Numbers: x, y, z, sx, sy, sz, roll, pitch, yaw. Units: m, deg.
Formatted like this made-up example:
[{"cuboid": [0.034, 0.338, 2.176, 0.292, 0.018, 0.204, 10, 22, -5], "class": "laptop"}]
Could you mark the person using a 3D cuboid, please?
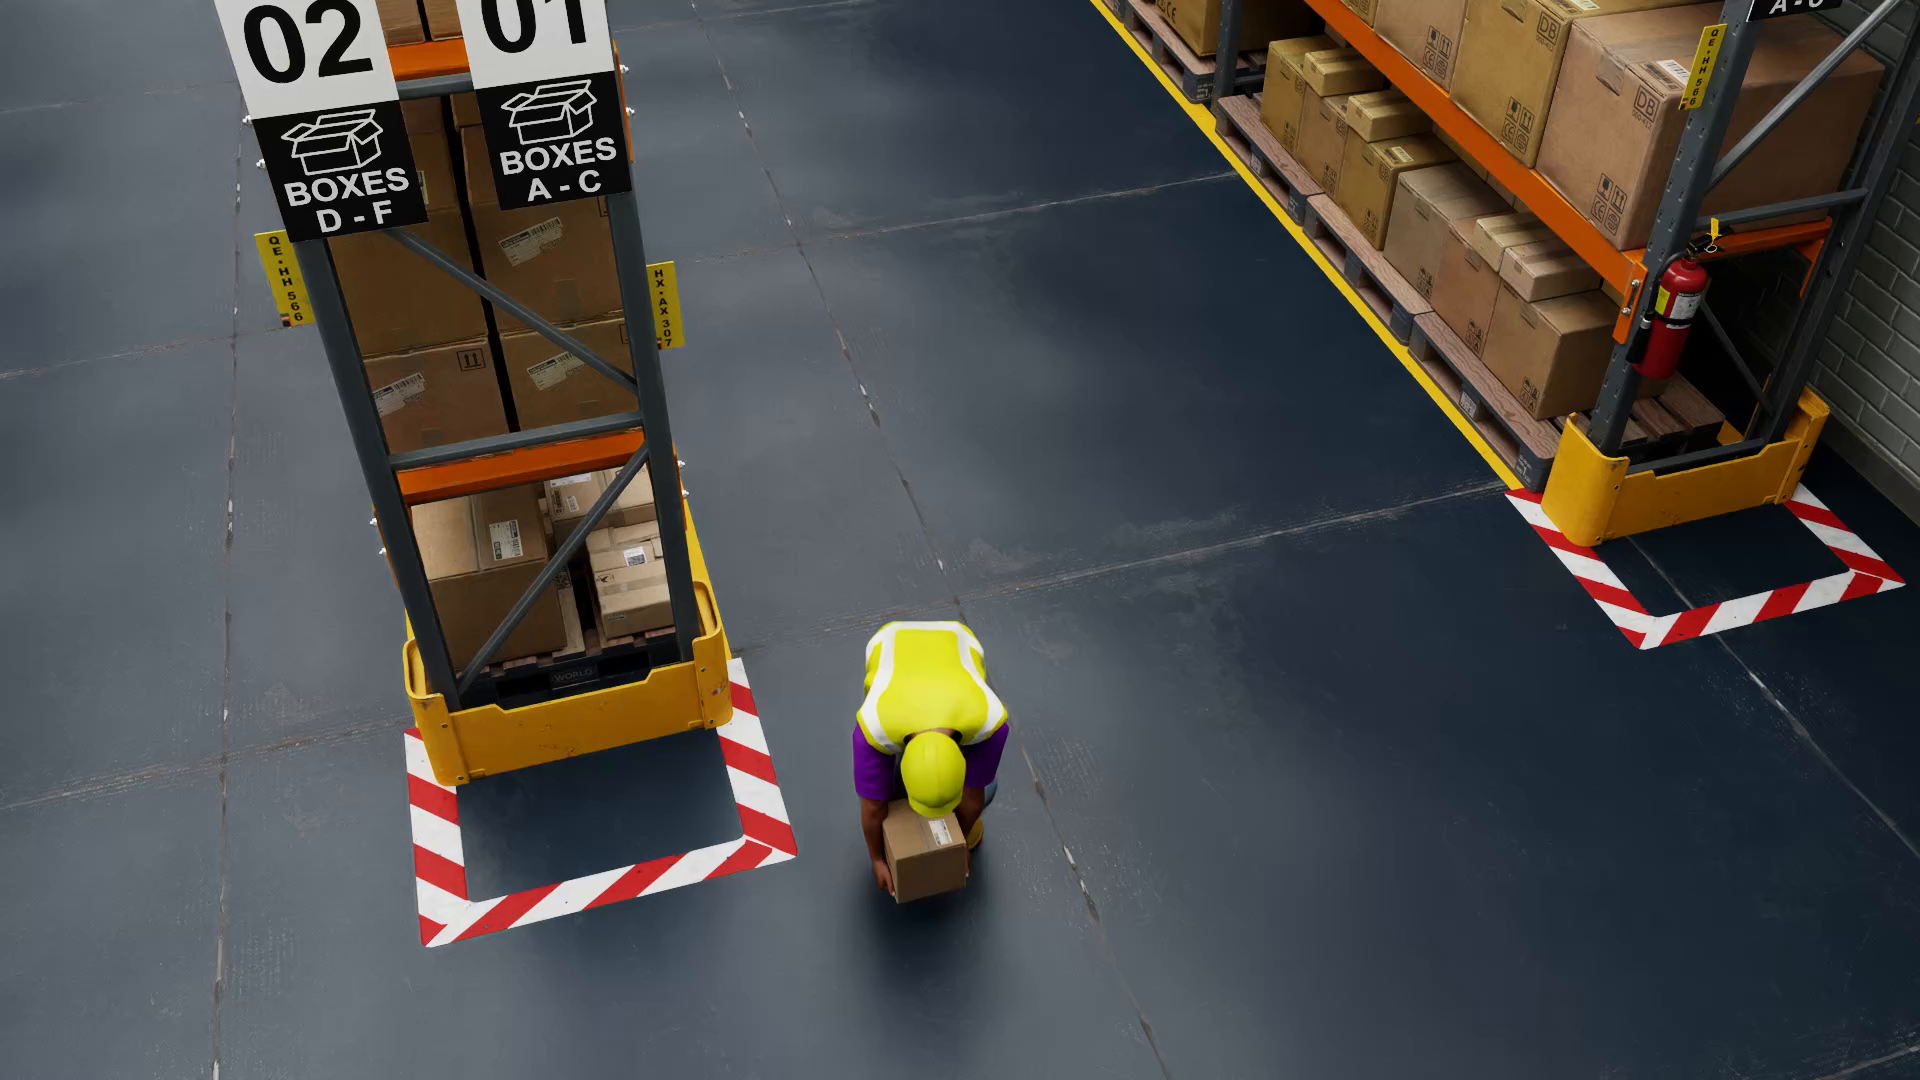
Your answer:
[{"cuboid": [-0.104, 0.782, 5.829, 0.539, 1.025, 0.951, 1, 42, 1], "class": "person"}]
